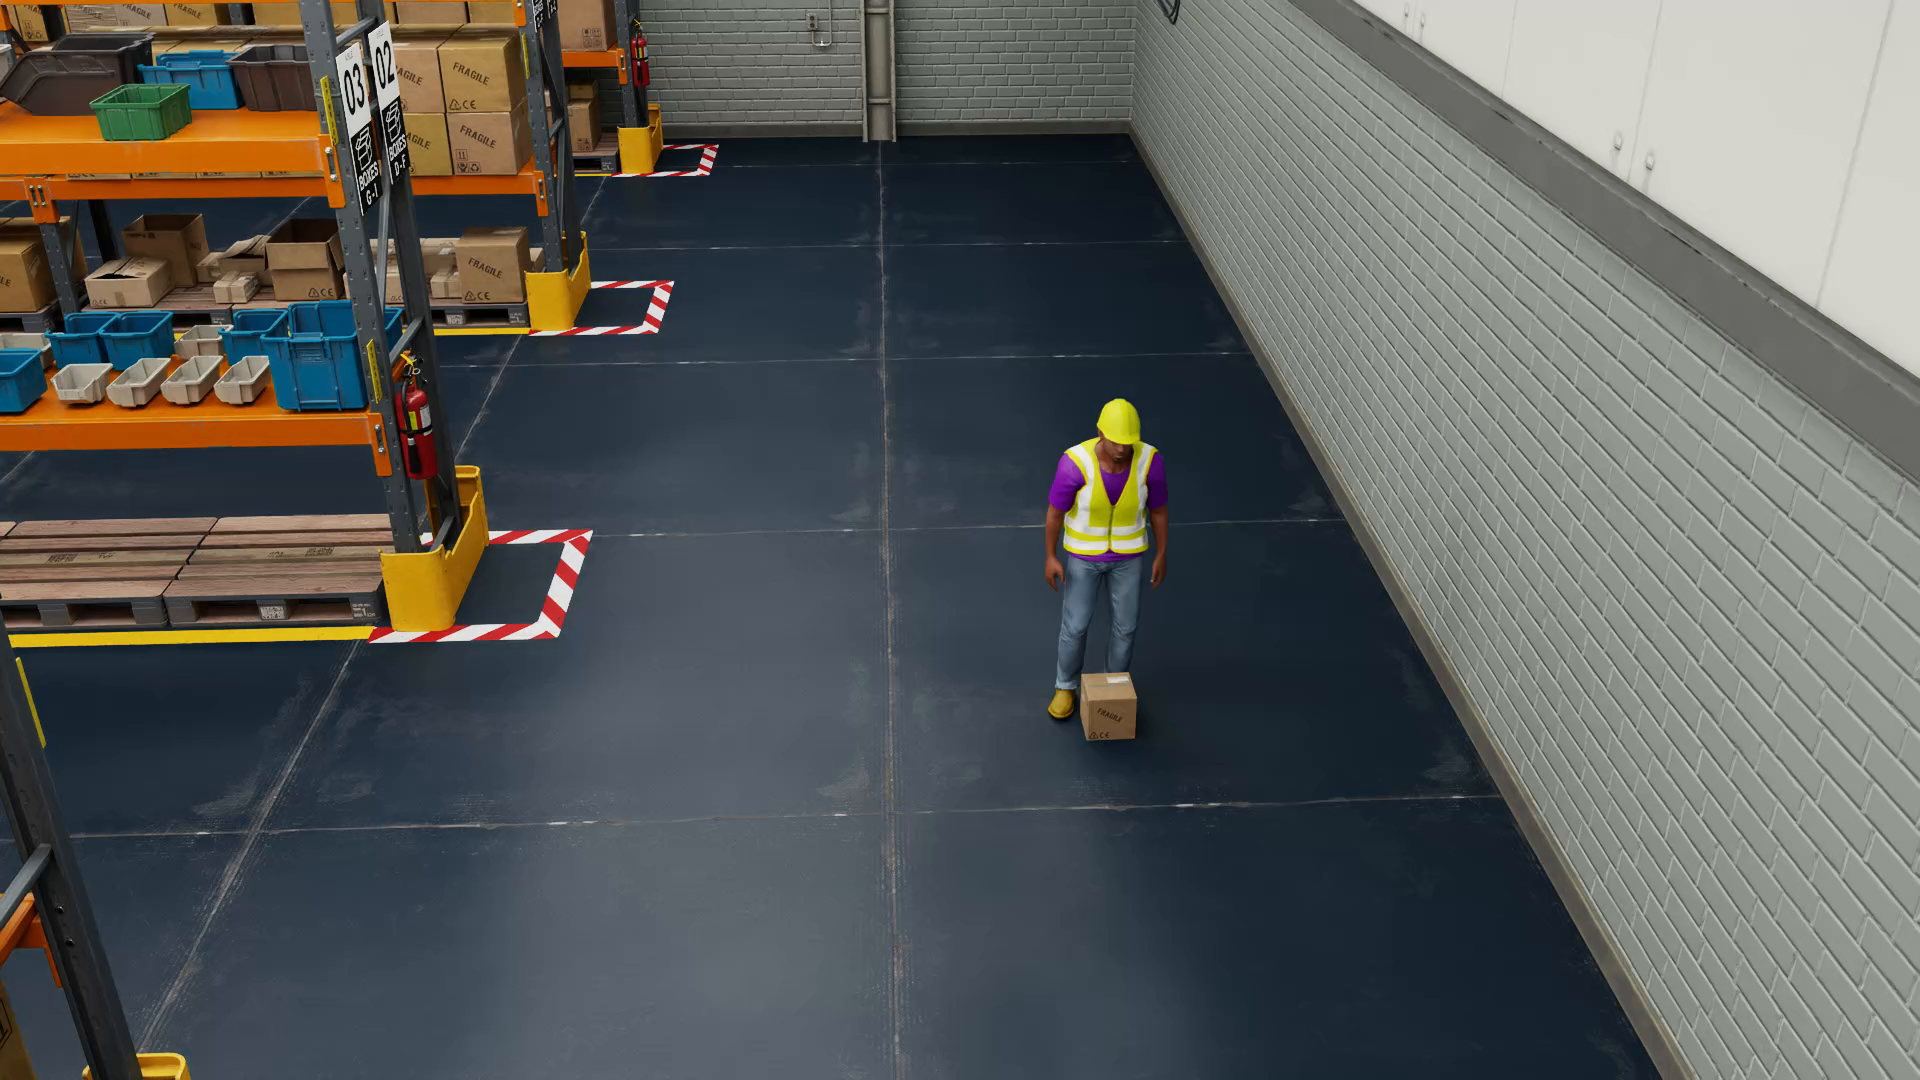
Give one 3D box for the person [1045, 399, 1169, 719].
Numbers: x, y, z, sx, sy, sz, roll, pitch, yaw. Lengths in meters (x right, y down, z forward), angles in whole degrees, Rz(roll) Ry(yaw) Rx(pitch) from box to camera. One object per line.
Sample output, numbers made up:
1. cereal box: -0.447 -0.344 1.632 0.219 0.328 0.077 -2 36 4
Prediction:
1. person: 0.743 0.087 8.432 0.633 1.760 0.463 -2 27 -3
